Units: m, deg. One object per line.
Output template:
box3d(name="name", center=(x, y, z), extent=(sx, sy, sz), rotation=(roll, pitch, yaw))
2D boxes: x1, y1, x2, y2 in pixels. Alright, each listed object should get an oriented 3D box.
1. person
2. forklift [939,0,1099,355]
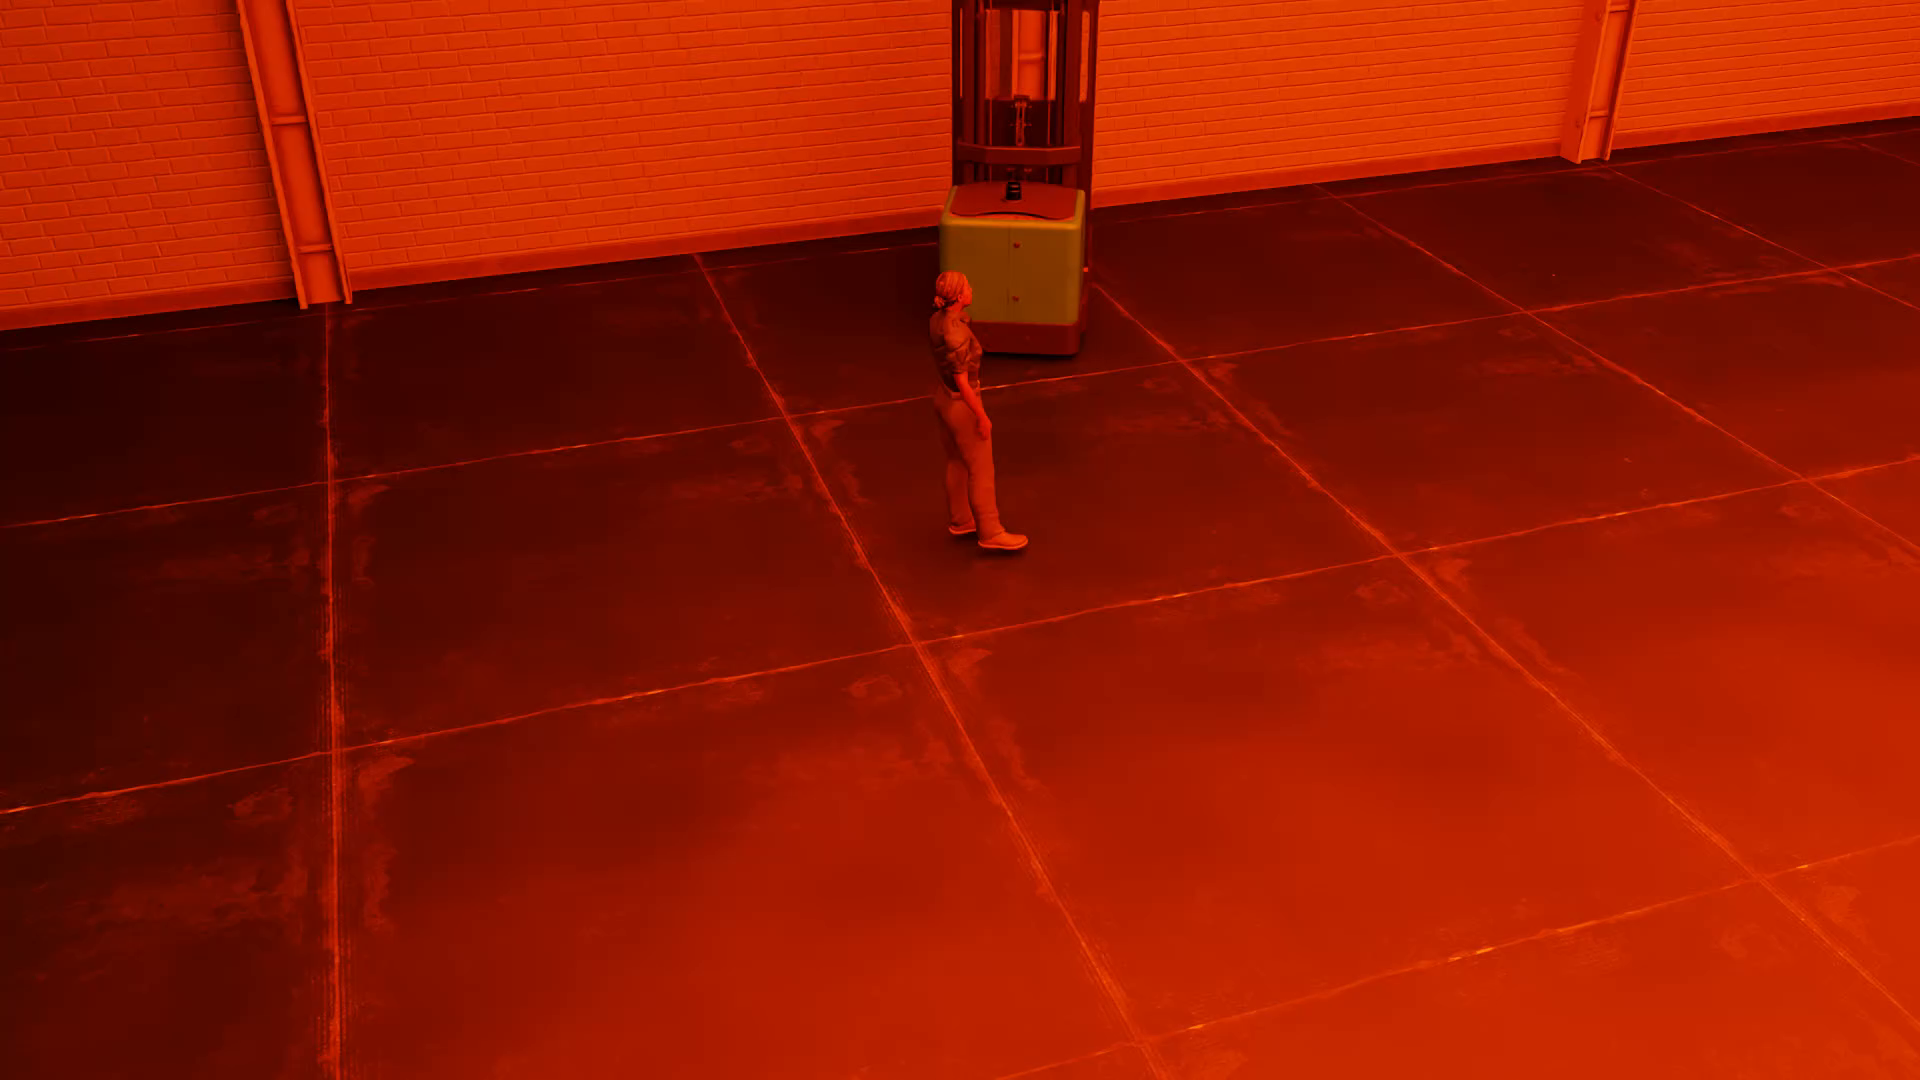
box3d(name="person", center=(0.090, -0.763, 9.597), extent=(0.503, 1.656, 0.569), rotation=(-10, 31, -16))
box3d(name="forklift", center=(0.508, -3.341, 12.893), extent=(1.130, 2.935, 3.031), rotation=(3, 30, 5))
